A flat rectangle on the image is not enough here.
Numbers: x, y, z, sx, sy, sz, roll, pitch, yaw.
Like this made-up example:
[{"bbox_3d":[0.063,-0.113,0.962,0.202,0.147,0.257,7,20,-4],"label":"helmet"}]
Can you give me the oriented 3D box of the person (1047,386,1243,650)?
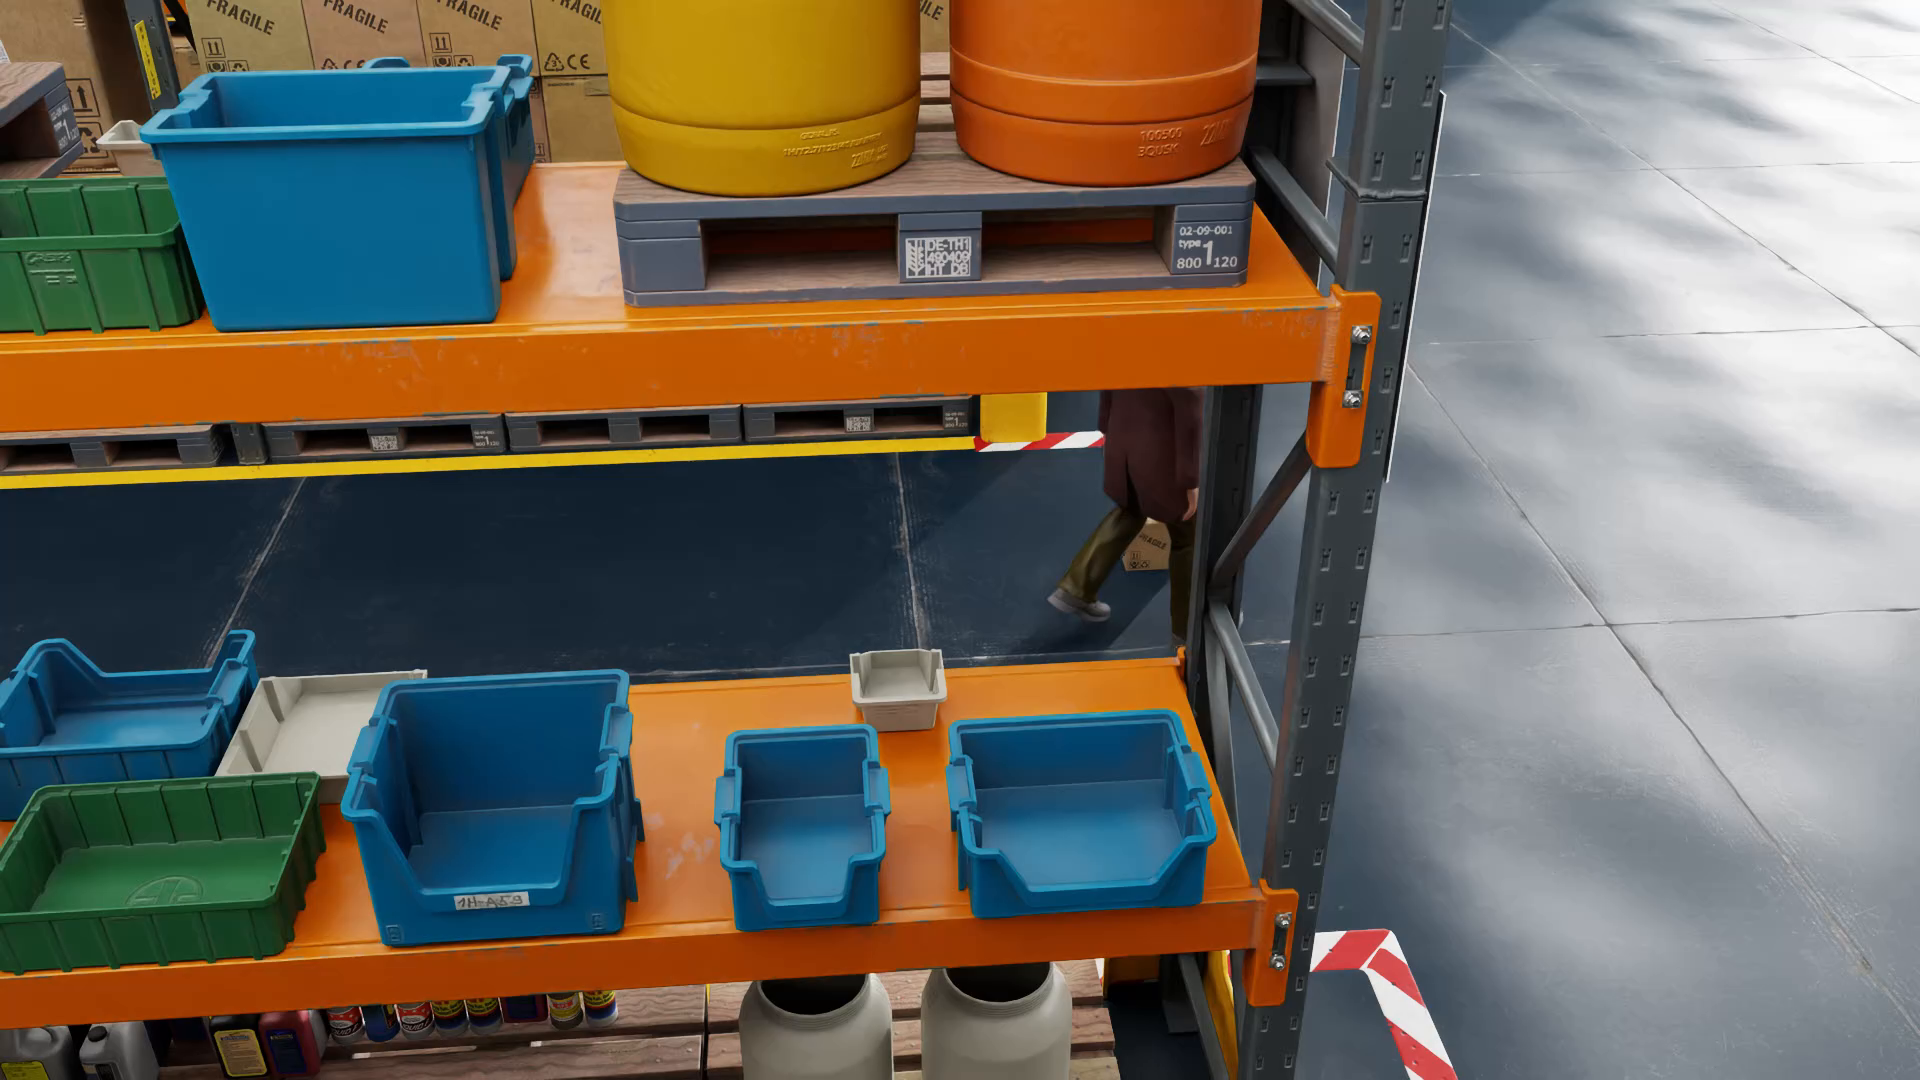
[{"bbox_3d":[0.788,-0.354,6.725,0.761,1.762,0.640,-24,38,-34],"label":"person"}]
